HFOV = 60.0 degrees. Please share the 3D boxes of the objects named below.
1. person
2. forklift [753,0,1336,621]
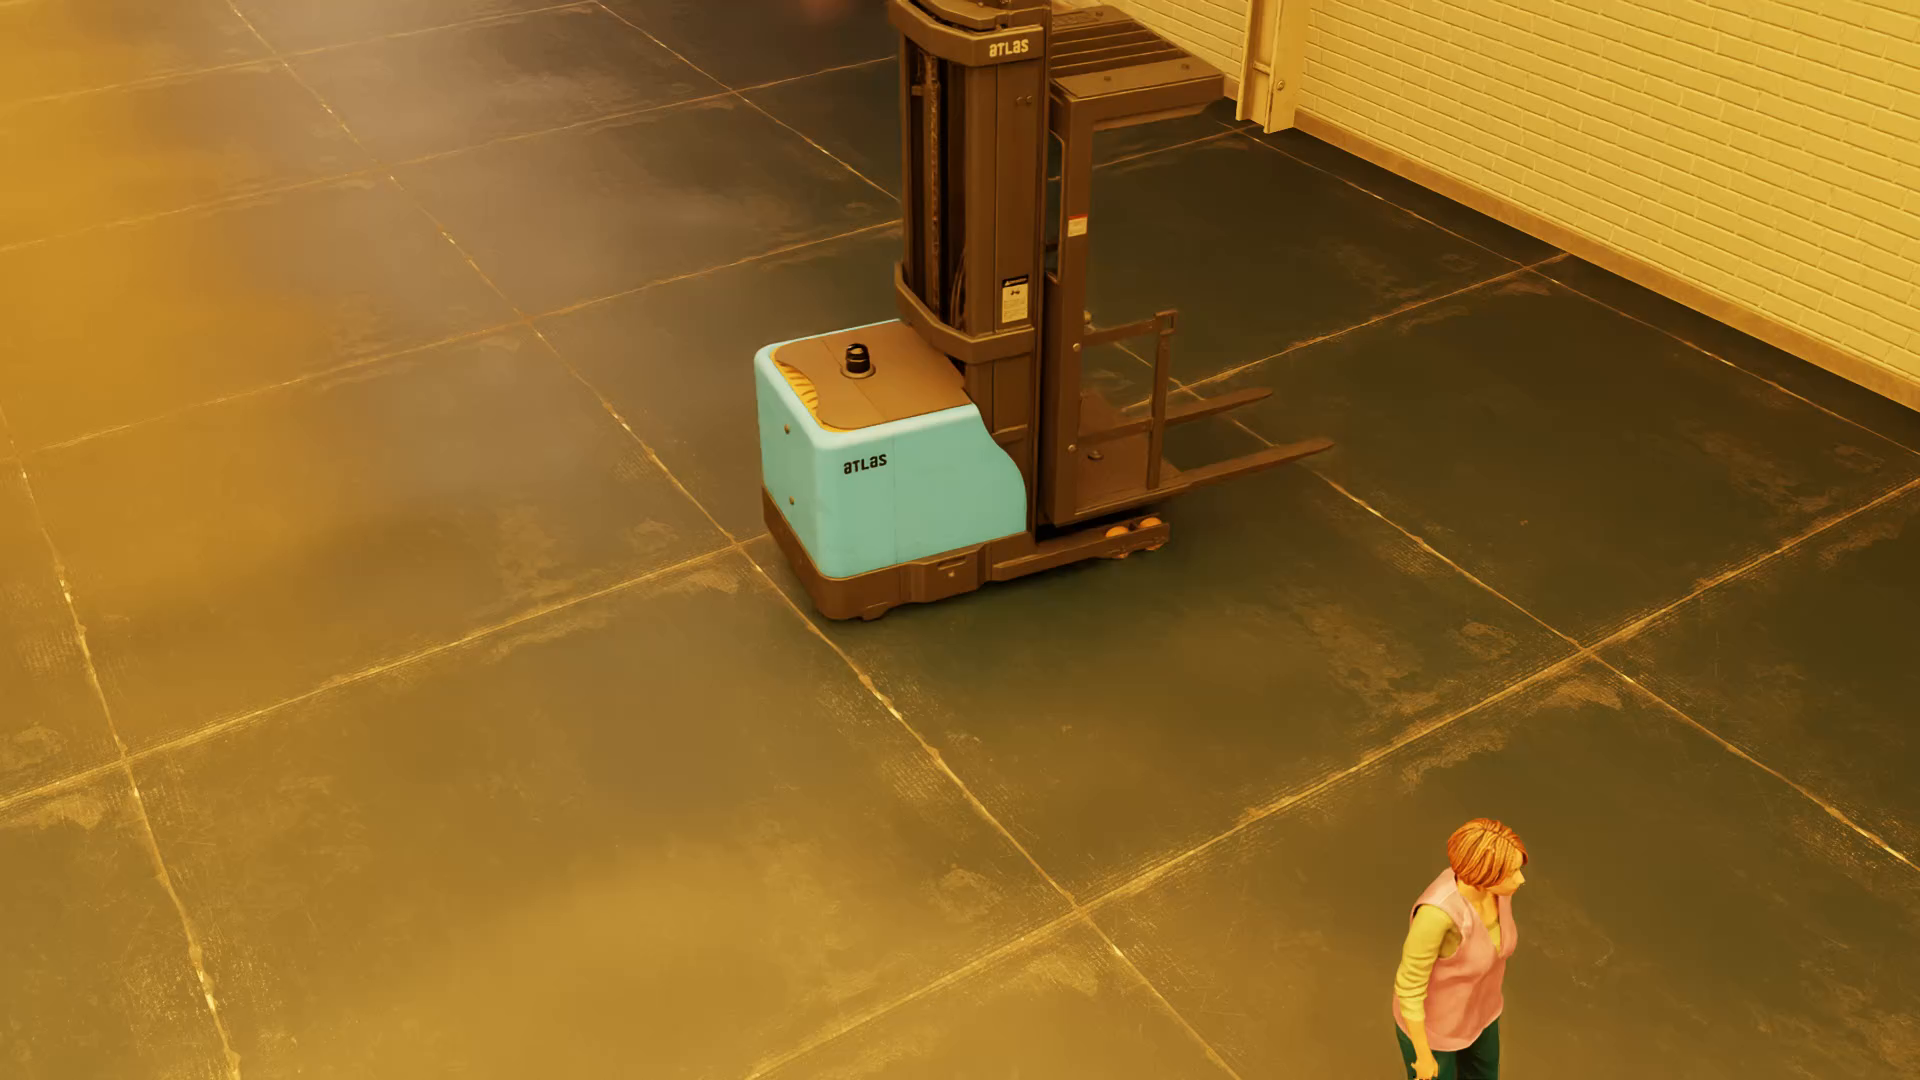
[{"bbox_3d":[1.564,1.520,5.173,0.492,1.620,0.425,-28,44,-34],"label":"person"},{"bbox_3d":[0.532,-1.364,8.090,3.031,2.935,1.130,-14,38,-20],"label":"forklift"}]
